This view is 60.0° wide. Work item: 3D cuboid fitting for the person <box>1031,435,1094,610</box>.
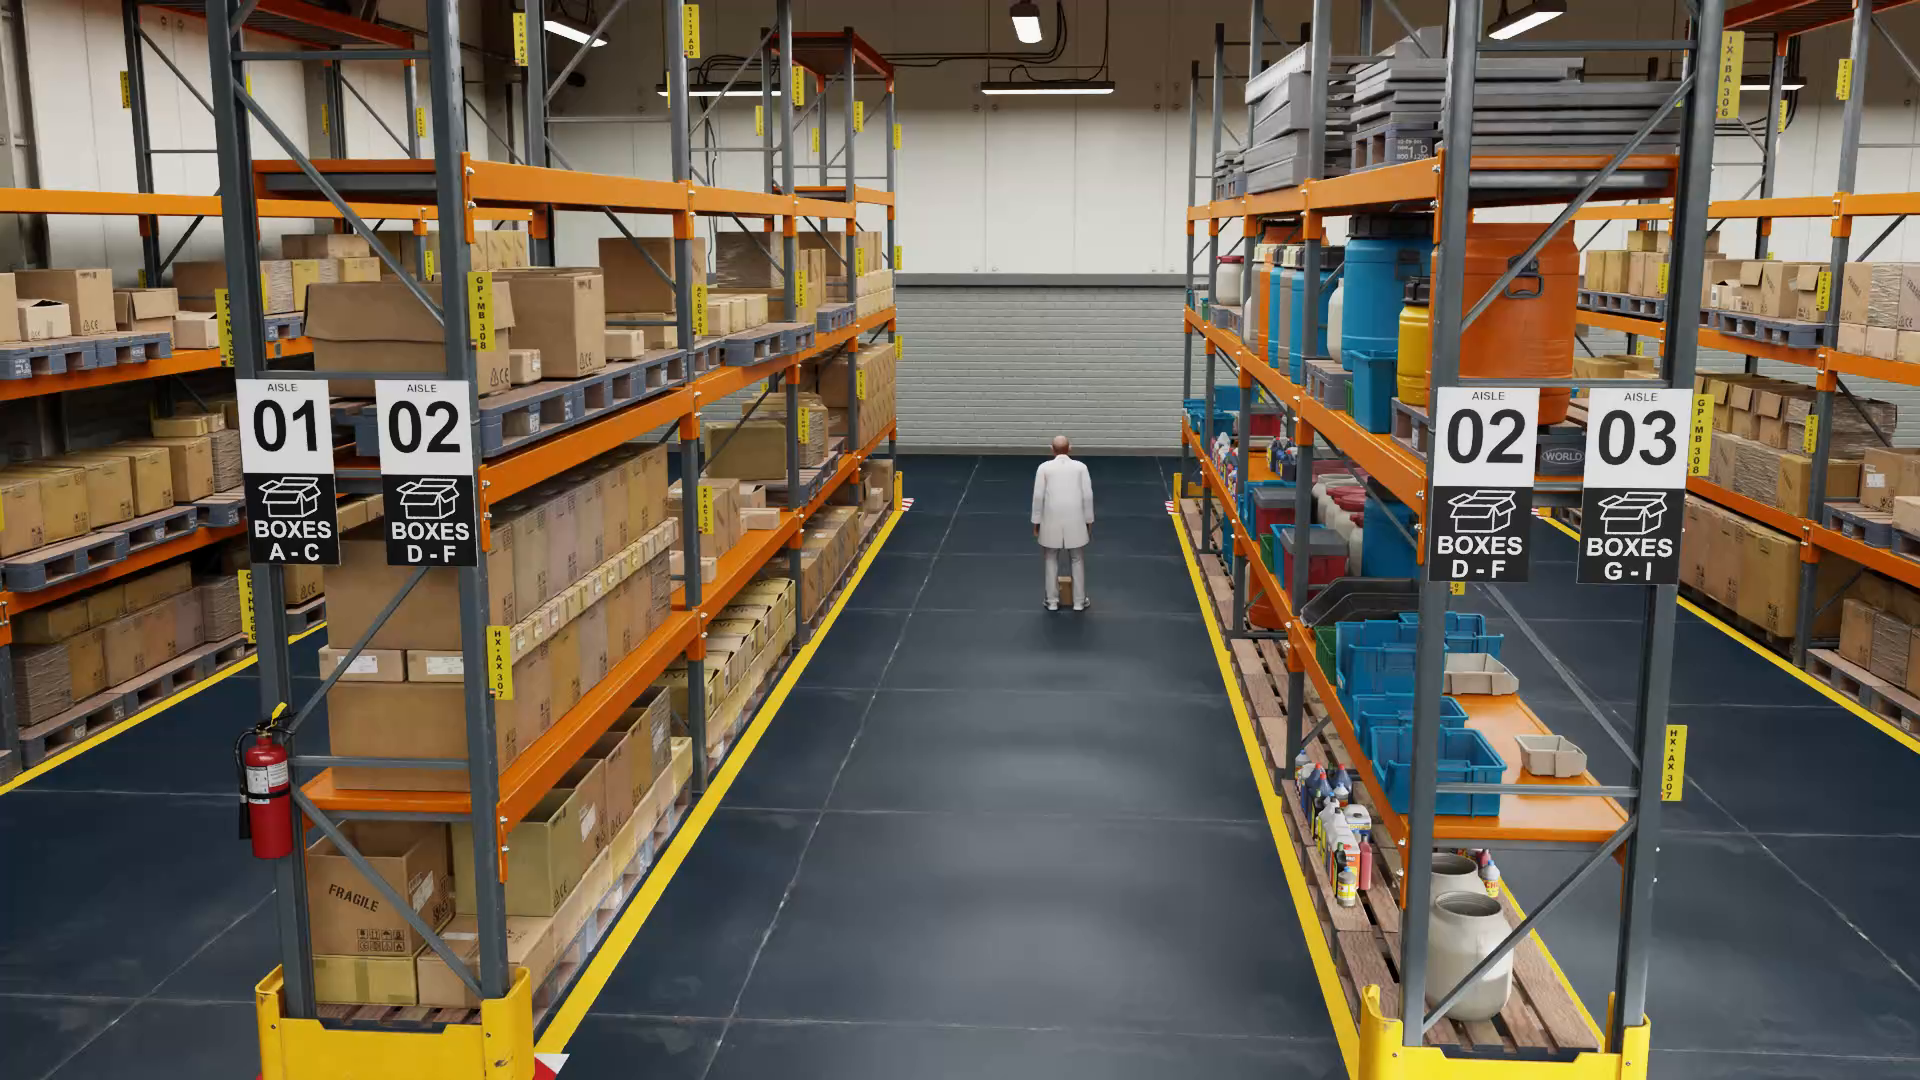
[{"bbox_3d":[1.042,-0.176,16.913,0.645,1.772,0.429,0,11,1],"label":"person"}]
